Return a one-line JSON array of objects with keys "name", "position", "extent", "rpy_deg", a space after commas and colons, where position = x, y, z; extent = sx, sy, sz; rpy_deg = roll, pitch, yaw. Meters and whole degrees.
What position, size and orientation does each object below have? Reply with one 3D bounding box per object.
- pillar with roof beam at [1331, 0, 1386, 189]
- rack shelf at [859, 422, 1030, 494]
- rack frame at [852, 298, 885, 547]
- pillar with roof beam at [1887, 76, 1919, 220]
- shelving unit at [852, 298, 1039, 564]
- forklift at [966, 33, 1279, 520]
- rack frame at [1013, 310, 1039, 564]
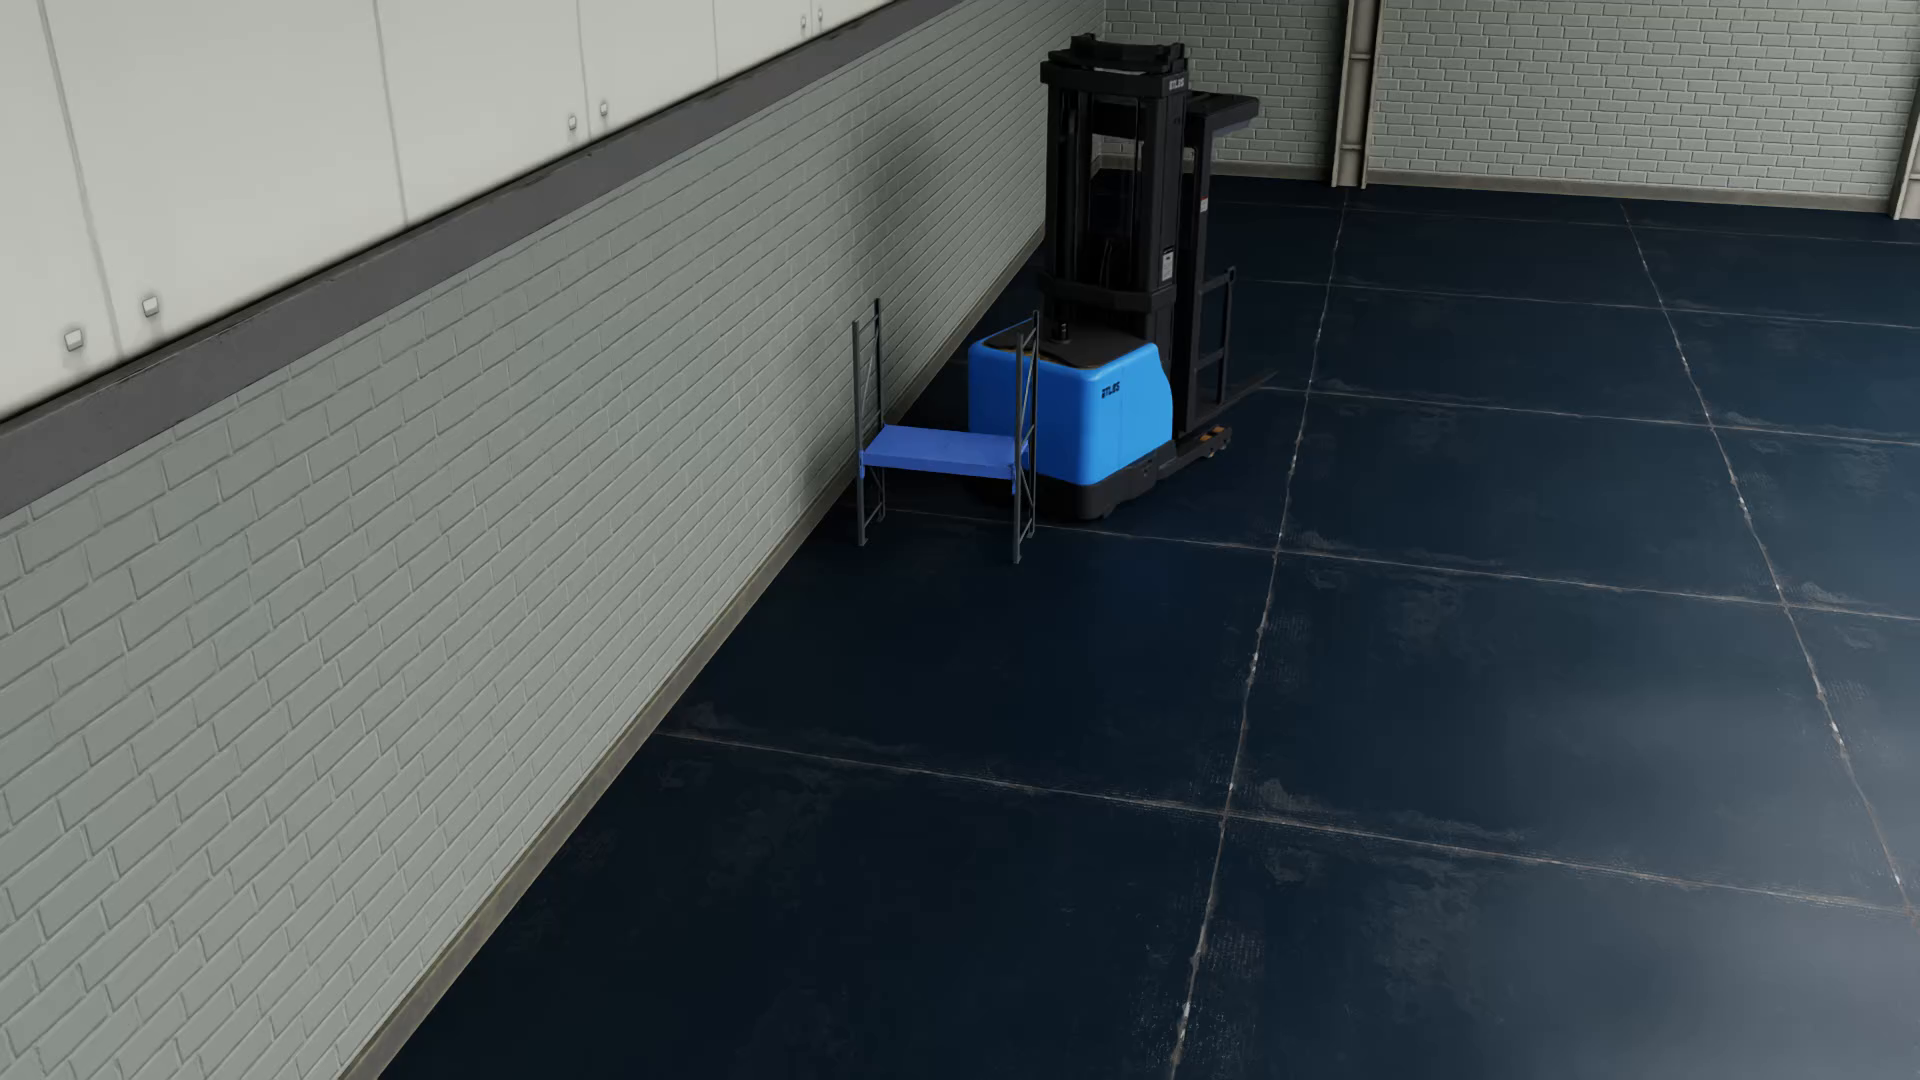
[{"name": "pillar with roof beam", "position": [3.487, -6.441, 13.809], "extent": [0.400, 9.000, 9.100], "rpy_deg": [6, 26, 13]}, {"name": "rack shelf", "position": [-0.083, -0.524, 10.524], "extent": [1.000, 0.185, 0.538], "rpy_deg": [6, 26, 13]}, {"name": "rack frame", "position": [-0.575, -0.741, 10.561], "extent": [0.032, 1.500, 0.500], "rpy_deg": [6, 26, 13]}, {"name": "pillar with roof beam", "position": [9.298, -5.798, 12.460], "extent": [0.400, 9.000, 9.100], "rpy_deg": [6, 26, 13]}, {"name": "shelving unit", "position": [-0.083, -0.686, 10.447], "extent": [1.048, 1.500, 0.538], "rpy_deg": [6, 26, 13]}, {"name": "forklift", "position": [1.326, -2.027, 11.597], "extent": [1.130, 2.935, 3.031], "rpy_deg": [18, 31, 33]}, {"name": "rack frame", "position": [0.410, -0.632, 10.332], "extent": [0.032, 1.500, 0.500], "rpy_deg": [6, 26, 13]}]
